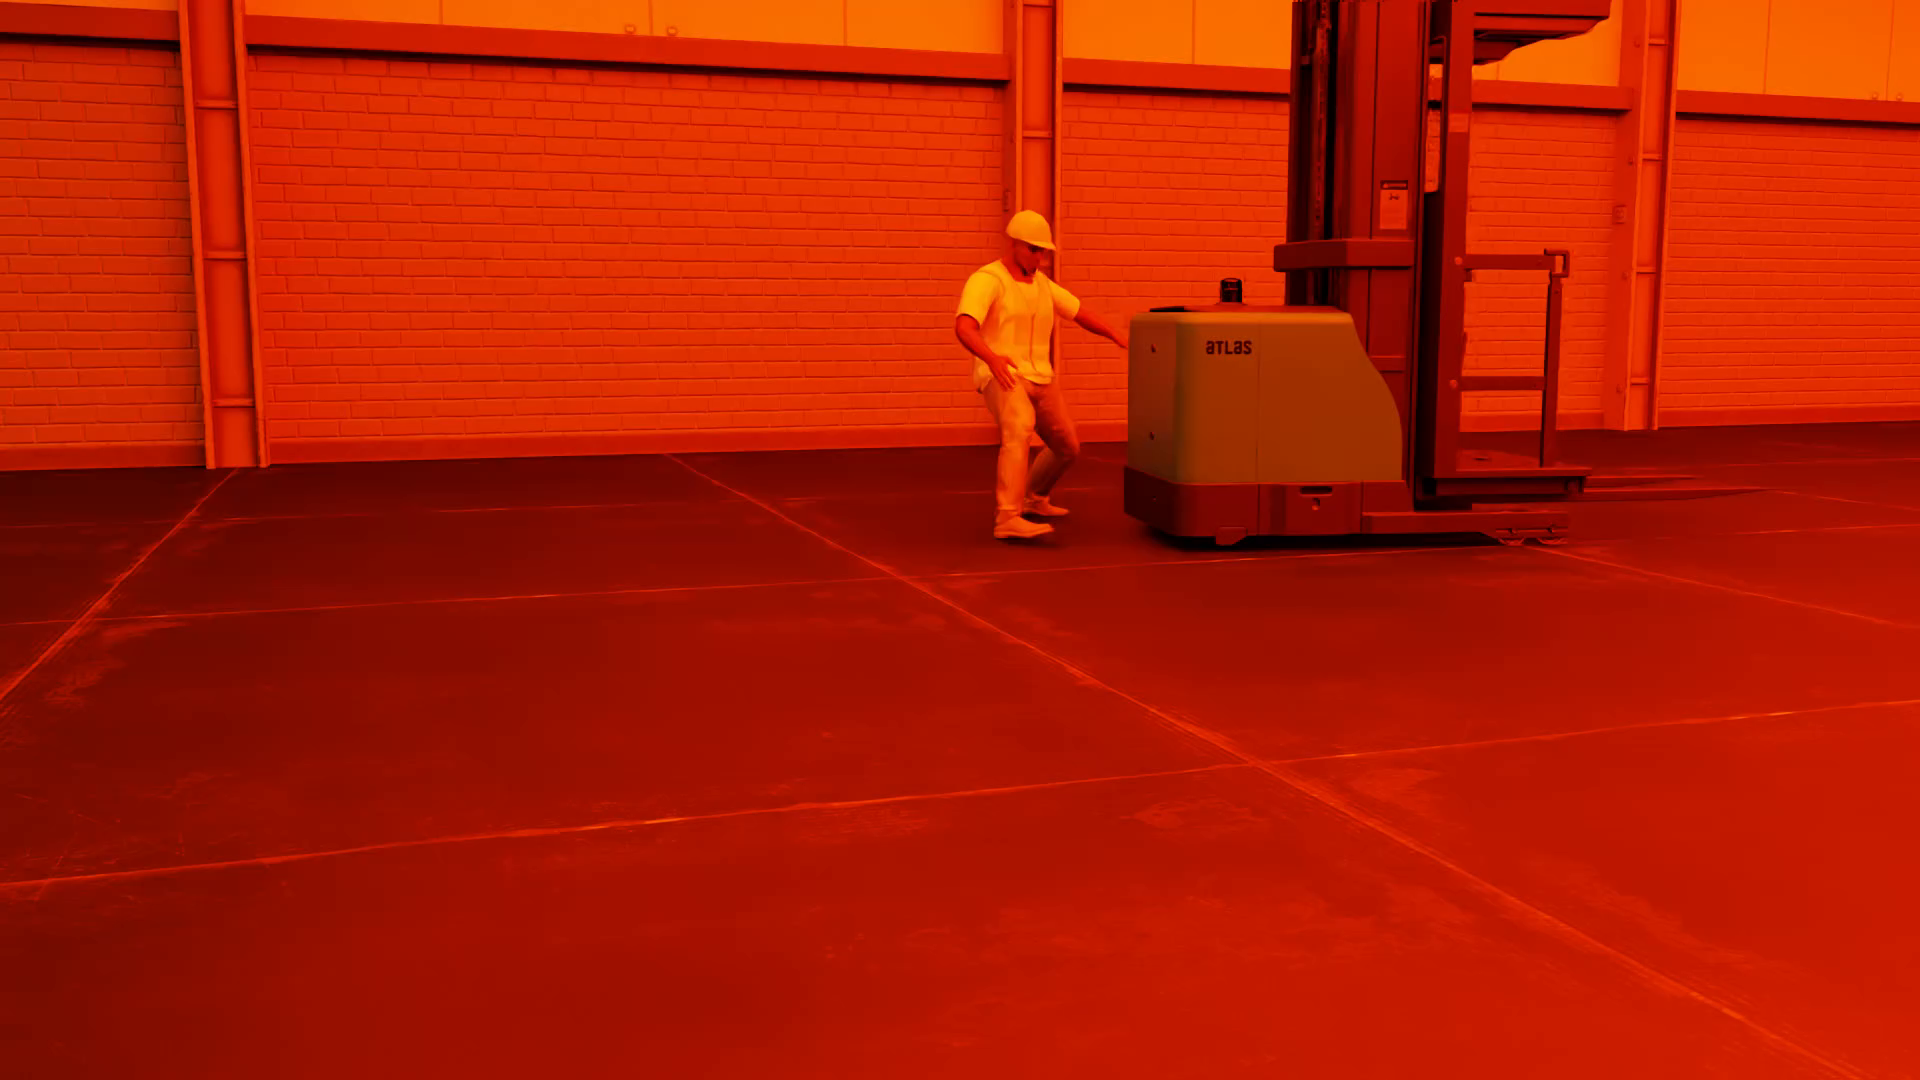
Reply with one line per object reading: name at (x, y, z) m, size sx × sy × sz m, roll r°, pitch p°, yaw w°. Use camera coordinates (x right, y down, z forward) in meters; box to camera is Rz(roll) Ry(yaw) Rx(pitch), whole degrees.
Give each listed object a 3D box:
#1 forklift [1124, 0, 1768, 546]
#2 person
forklift at (2.391, -1.493, 8.026) m, size 3.031 × 2.935 × 1.130 m, roll -1°, pitch 8°, yaw -9°
person at (0.405, -0.830, 8.300) m, size 1.055 × 1.604 × 0.970 m, roll -7°, pitch 10°, yaw -41°
